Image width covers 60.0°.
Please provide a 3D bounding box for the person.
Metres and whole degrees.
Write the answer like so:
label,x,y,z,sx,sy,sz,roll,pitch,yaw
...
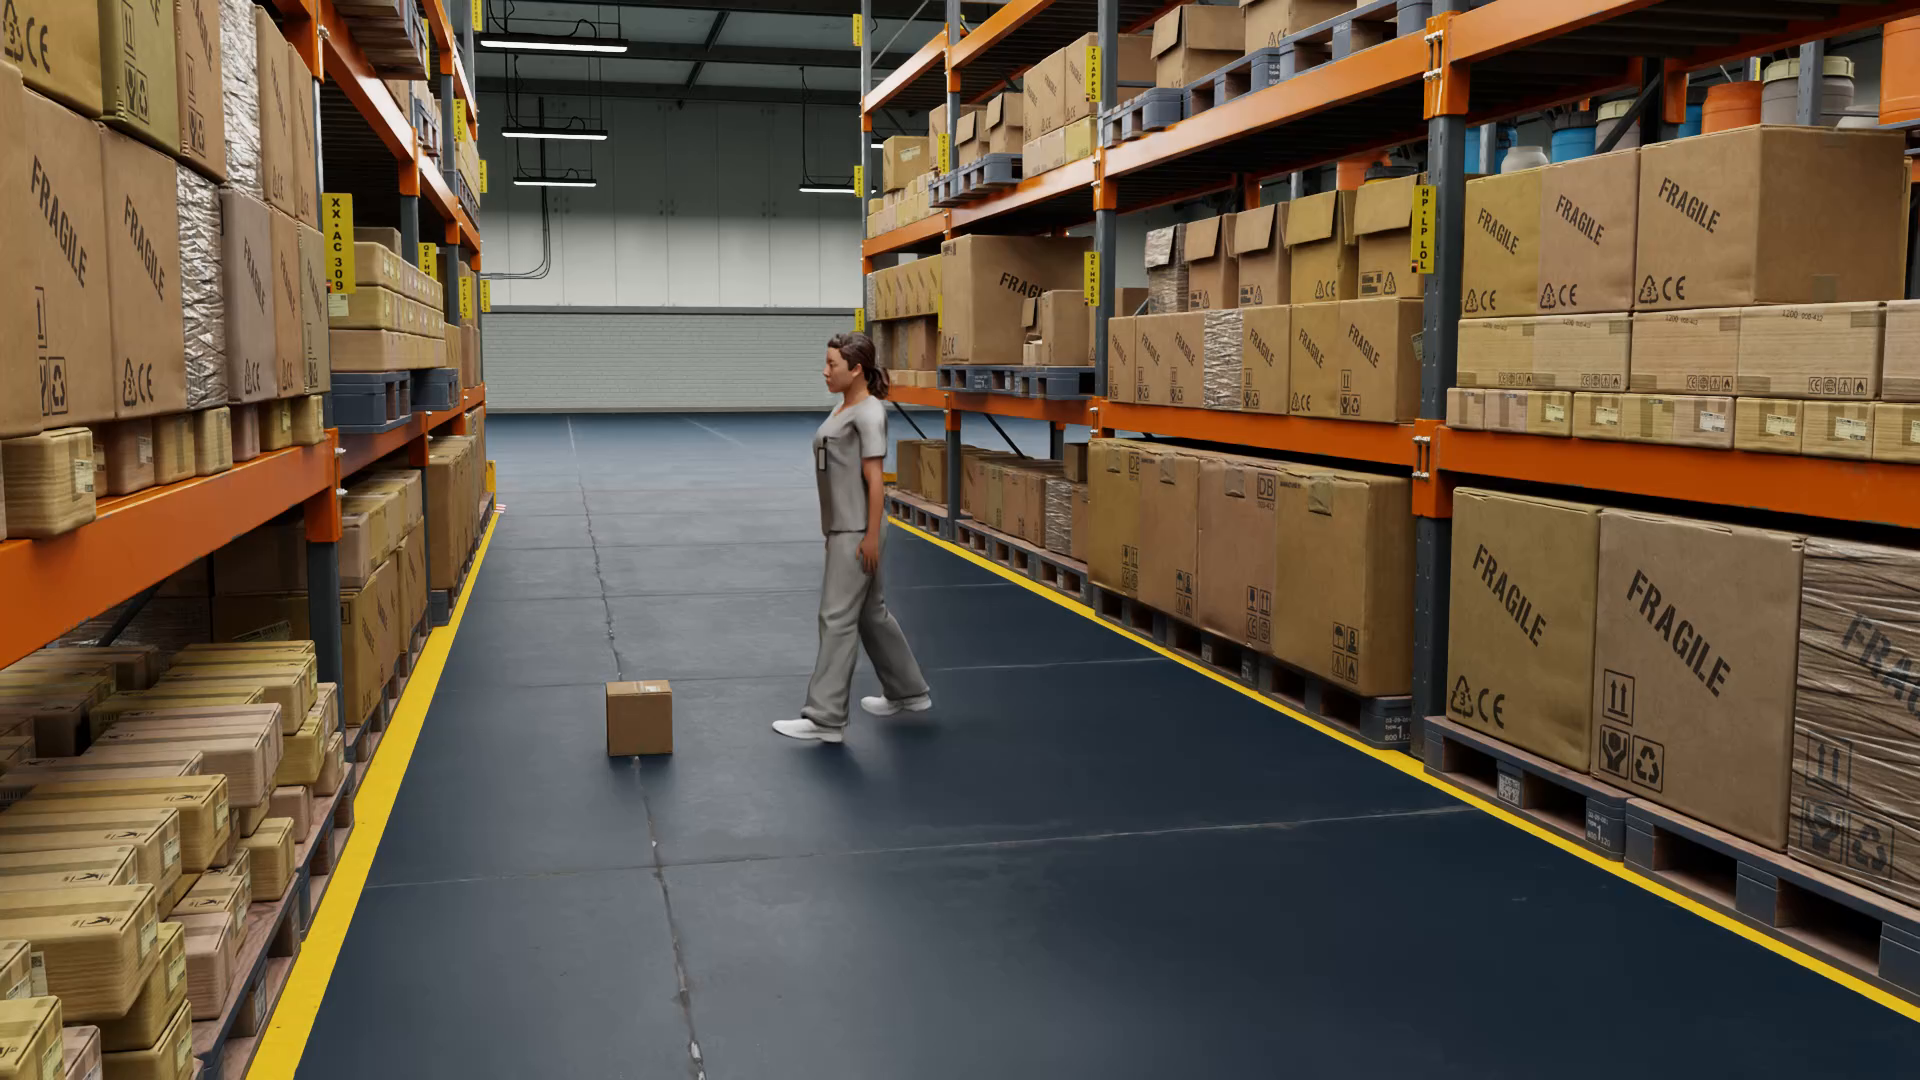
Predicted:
label,x,y,z,sx,sy,sz,roll,pitch,yaw
person,-0.450,-0.025,6.871,0.759,1.664,0.470,-2,7,-19
